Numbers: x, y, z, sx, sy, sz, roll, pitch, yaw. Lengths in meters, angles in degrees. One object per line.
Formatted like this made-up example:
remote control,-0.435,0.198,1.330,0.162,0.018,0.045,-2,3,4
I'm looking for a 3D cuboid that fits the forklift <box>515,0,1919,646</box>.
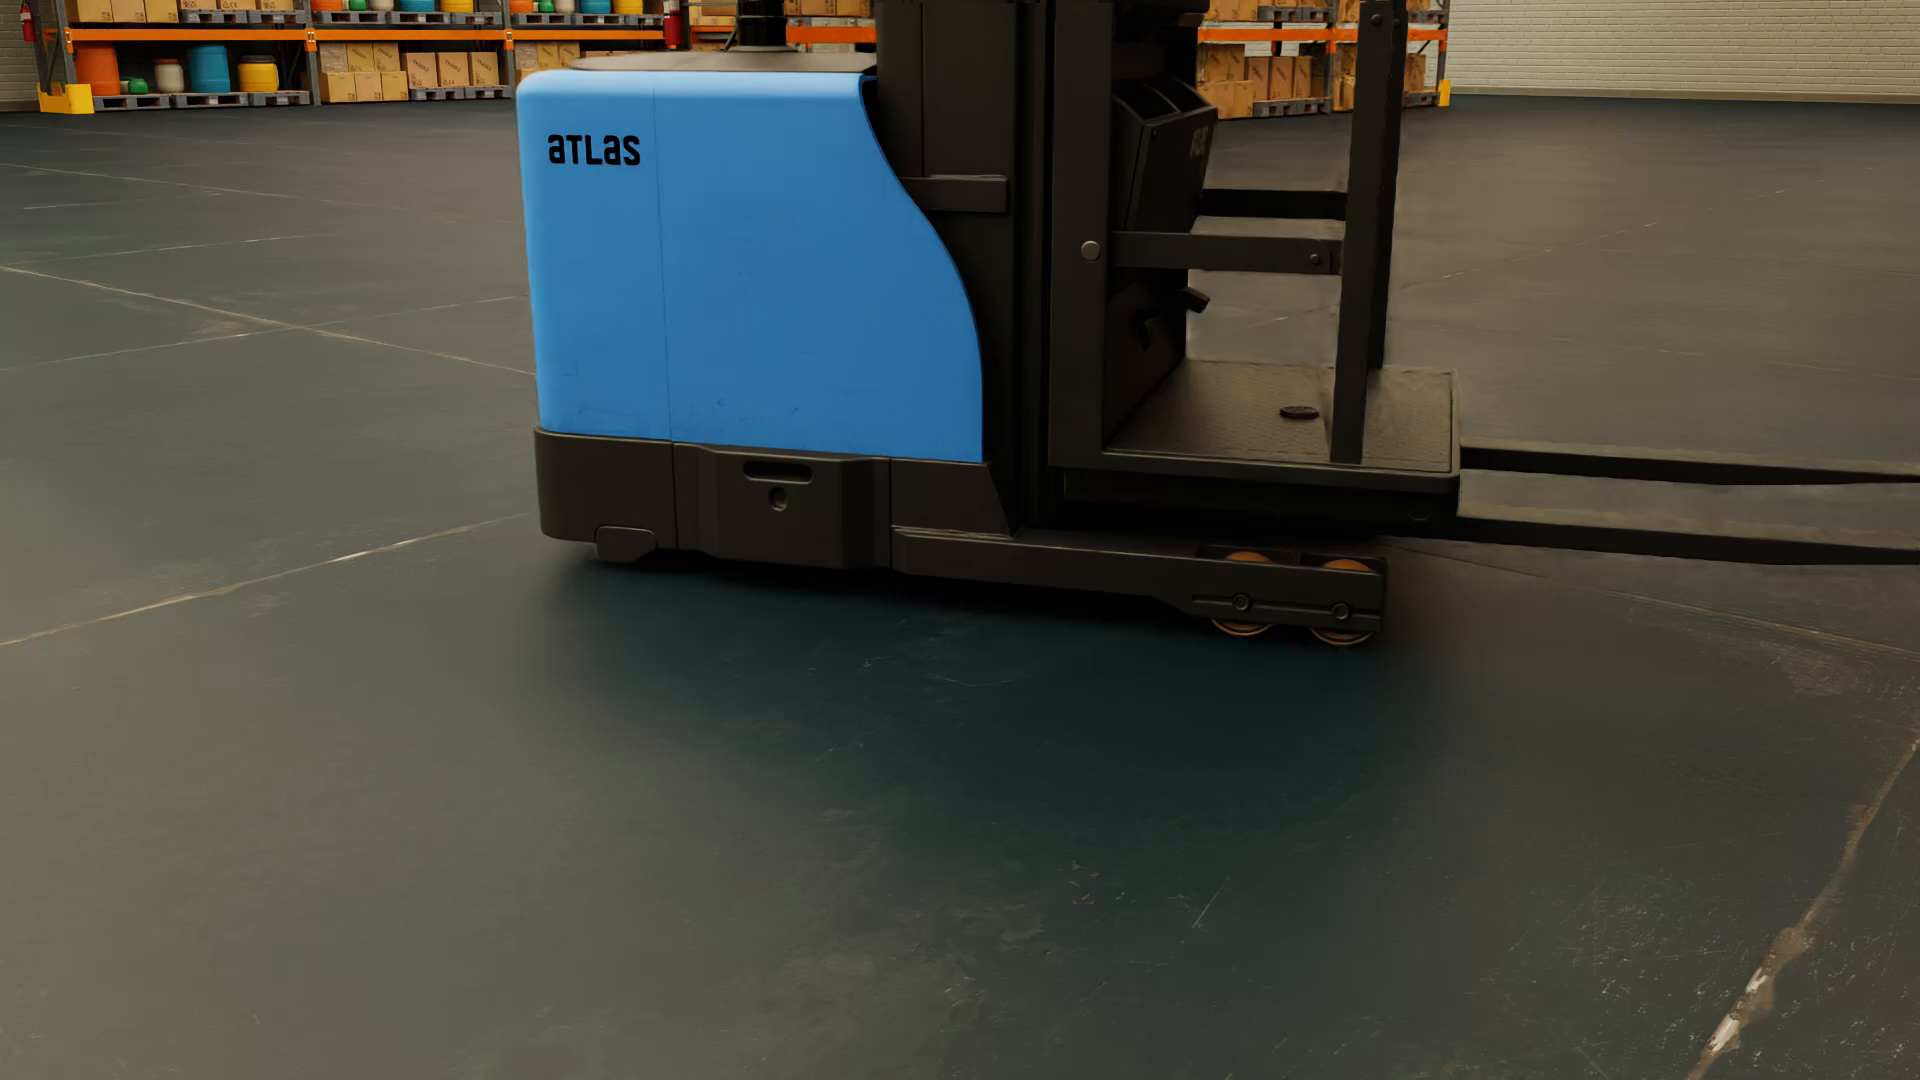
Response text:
forklift,0.622,-1.367,3.398,3.031,2.935,1.130,5,18,15
